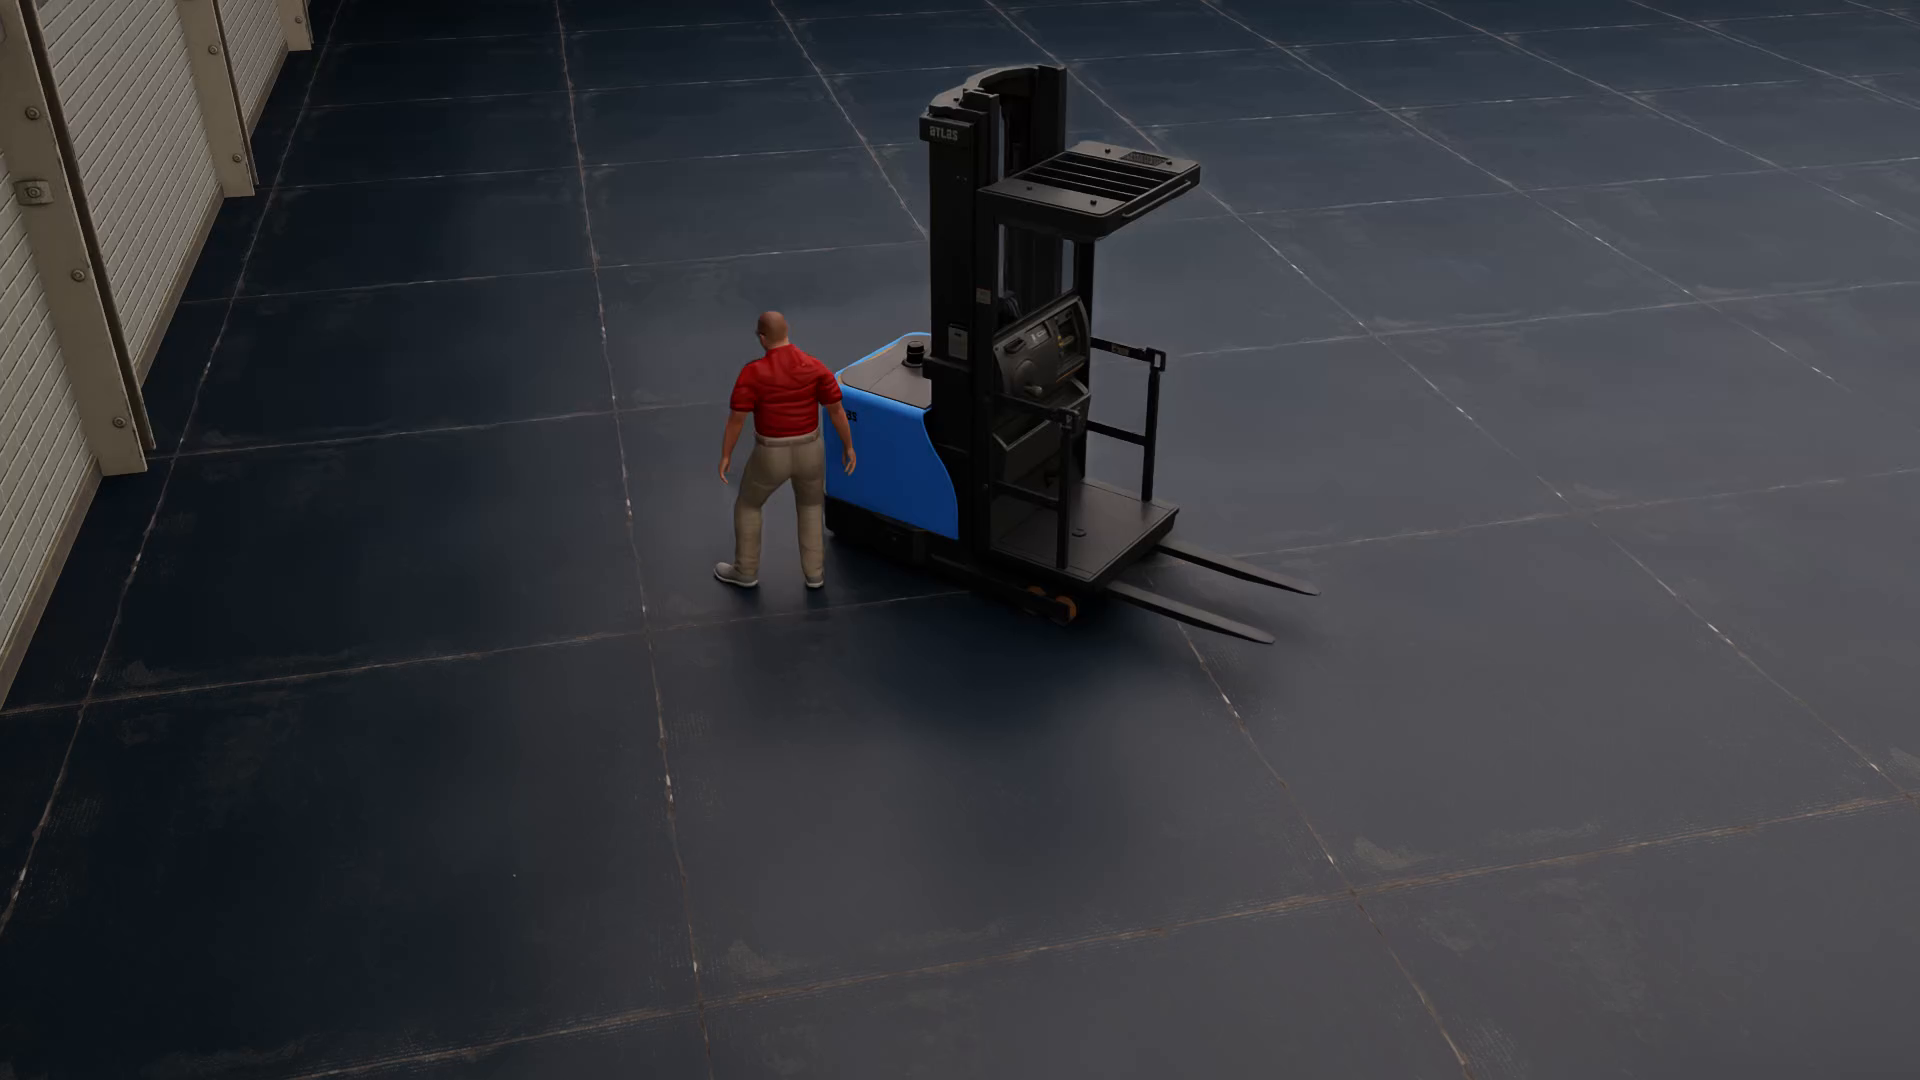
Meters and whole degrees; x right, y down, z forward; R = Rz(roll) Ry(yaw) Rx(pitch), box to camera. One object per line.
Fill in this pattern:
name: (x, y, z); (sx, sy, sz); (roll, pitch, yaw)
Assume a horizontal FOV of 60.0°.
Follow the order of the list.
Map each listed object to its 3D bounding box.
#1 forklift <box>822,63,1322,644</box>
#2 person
forklift: (0.646, -1.079, 9.438); (3.031, 2.935, 1.130); (19, 35, 30)
person: (-1.045, -0.506, 9.688); (0.858, 1.700, 0.390); (-8, 31, -13)
